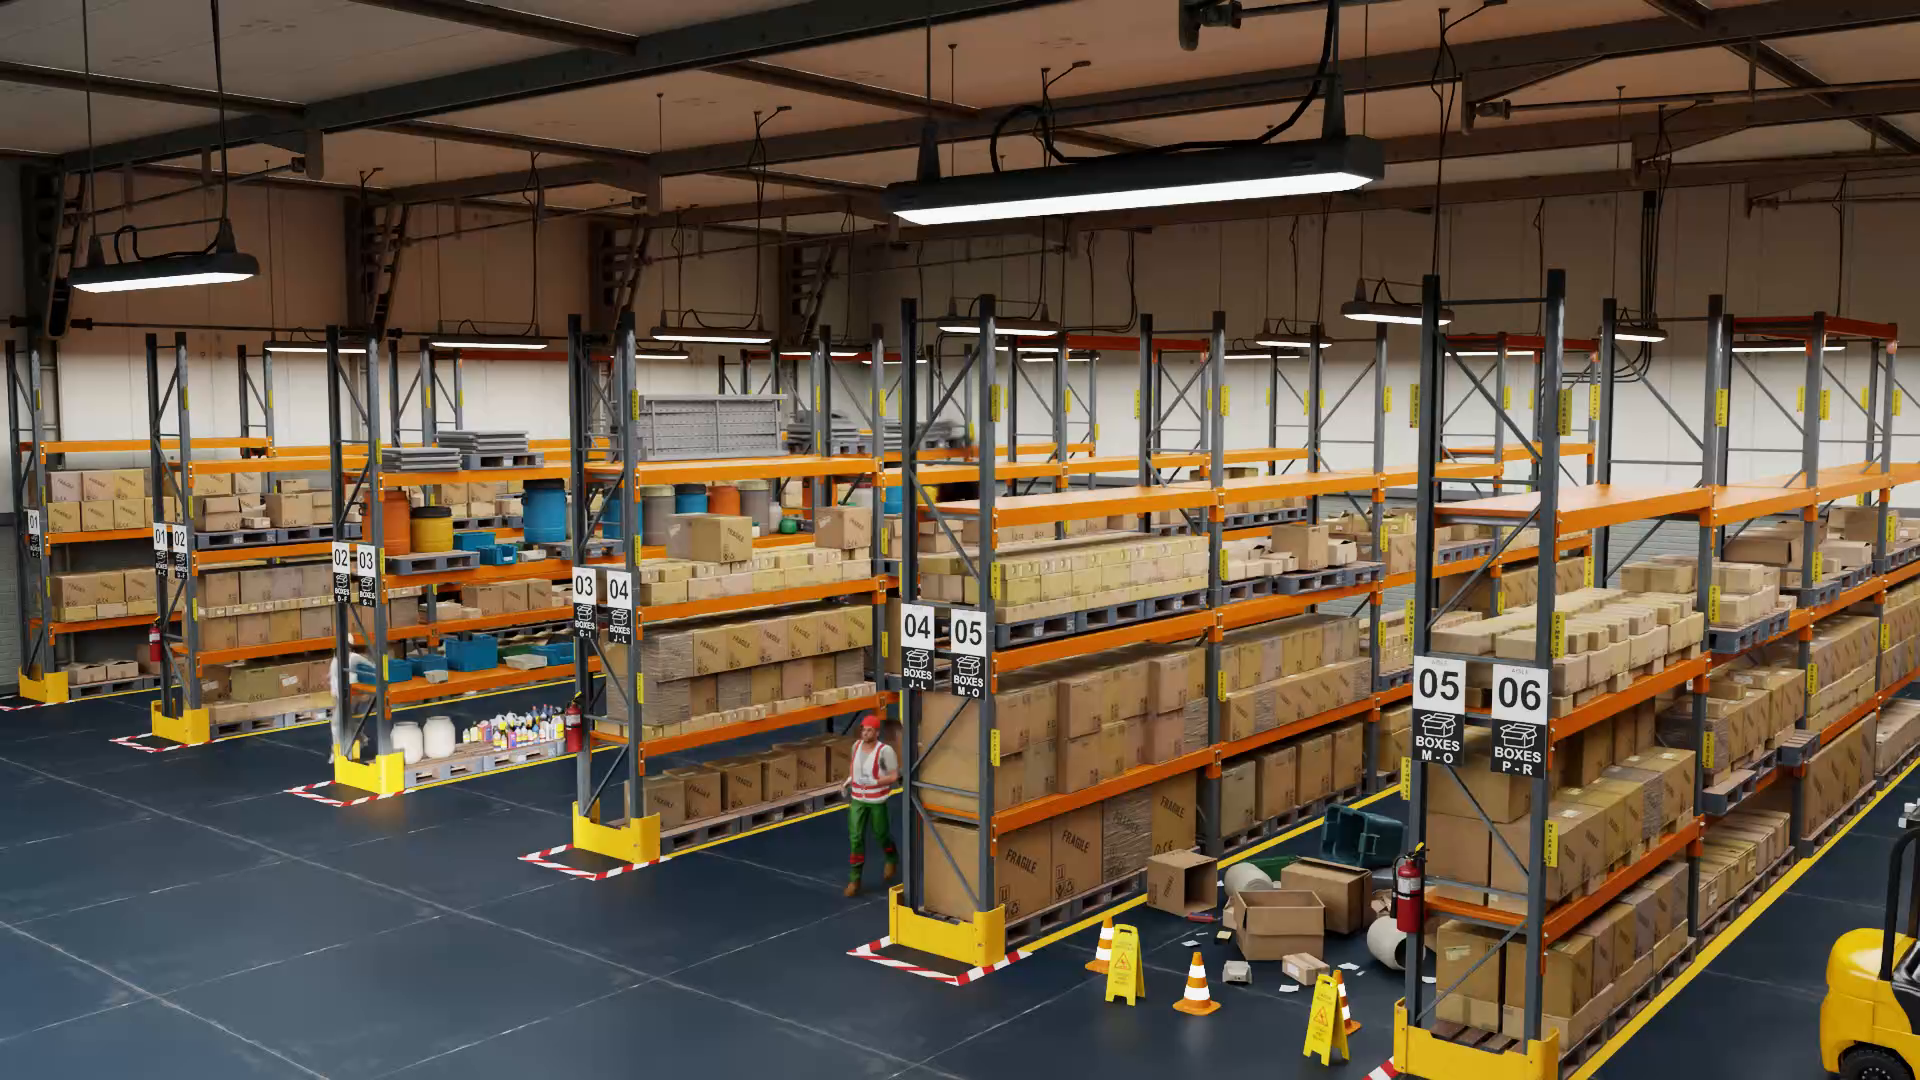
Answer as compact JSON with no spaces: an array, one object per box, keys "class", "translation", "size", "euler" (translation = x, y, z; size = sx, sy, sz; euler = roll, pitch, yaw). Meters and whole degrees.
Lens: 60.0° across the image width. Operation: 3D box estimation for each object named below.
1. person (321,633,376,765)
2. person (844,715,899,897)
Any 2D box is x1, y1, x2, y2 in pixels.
[{"class":"person","translation":[-8.608,2.205,23.329],"size":[0.660,1.810,0.797],"euler":[3,6,32]},{"class":"person","translation":[-0.921,2.698,17.197],"size":[0.658,1.792,0.923],"euler":[2,6,23]}]
